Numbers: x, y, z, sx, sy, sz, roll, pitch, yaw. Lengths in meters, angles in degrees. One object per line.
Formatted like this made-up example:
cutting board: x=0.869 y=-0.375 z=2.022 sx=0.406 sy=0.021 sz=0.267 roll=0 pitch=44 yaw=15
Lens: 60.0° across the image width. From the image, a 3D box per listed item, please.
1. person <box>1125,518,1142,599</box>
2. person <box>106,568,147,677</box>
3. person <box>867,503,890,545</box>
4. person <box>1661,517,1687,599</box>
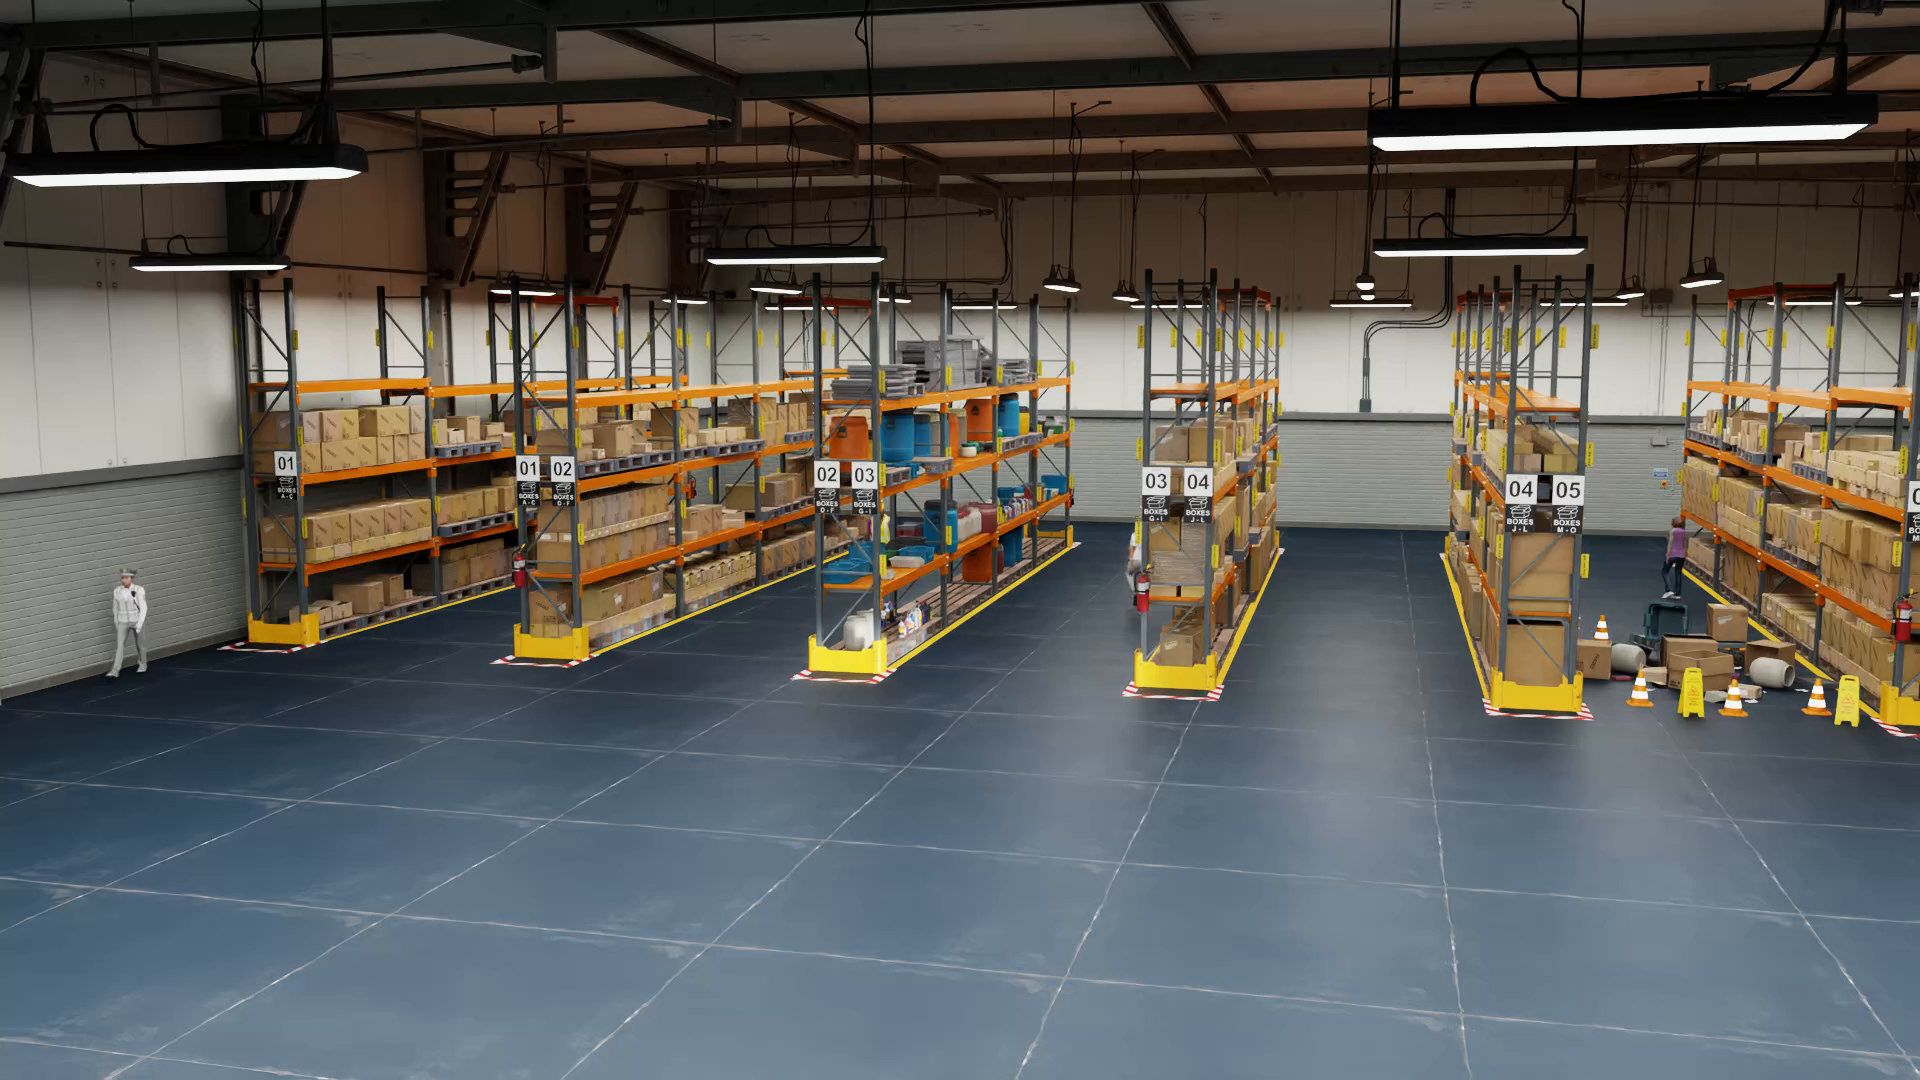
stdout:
person: x=3.347 y=0.353 z=30.764 sx=0.511 sy=1.530 sz=0.602 roll=-1 pitch=7 yaw=-6
person: x=-12.327 y=1.226 z=24.658 sx=0.517 sy=1.611 sz=1.036 roll=-2 pitch=7 yaw=-15
person: x=-1.616 y=-0.007 z=33.213 sx=0.665 sy=1.524 sz=1.083 roll=2 pitch=7 yaw=15
person: x=13.892 y=0.354 z=32.270 sx=0.446 sy=1.614 sz=0.371 roll=-2 pitch=7 yaw=-13
